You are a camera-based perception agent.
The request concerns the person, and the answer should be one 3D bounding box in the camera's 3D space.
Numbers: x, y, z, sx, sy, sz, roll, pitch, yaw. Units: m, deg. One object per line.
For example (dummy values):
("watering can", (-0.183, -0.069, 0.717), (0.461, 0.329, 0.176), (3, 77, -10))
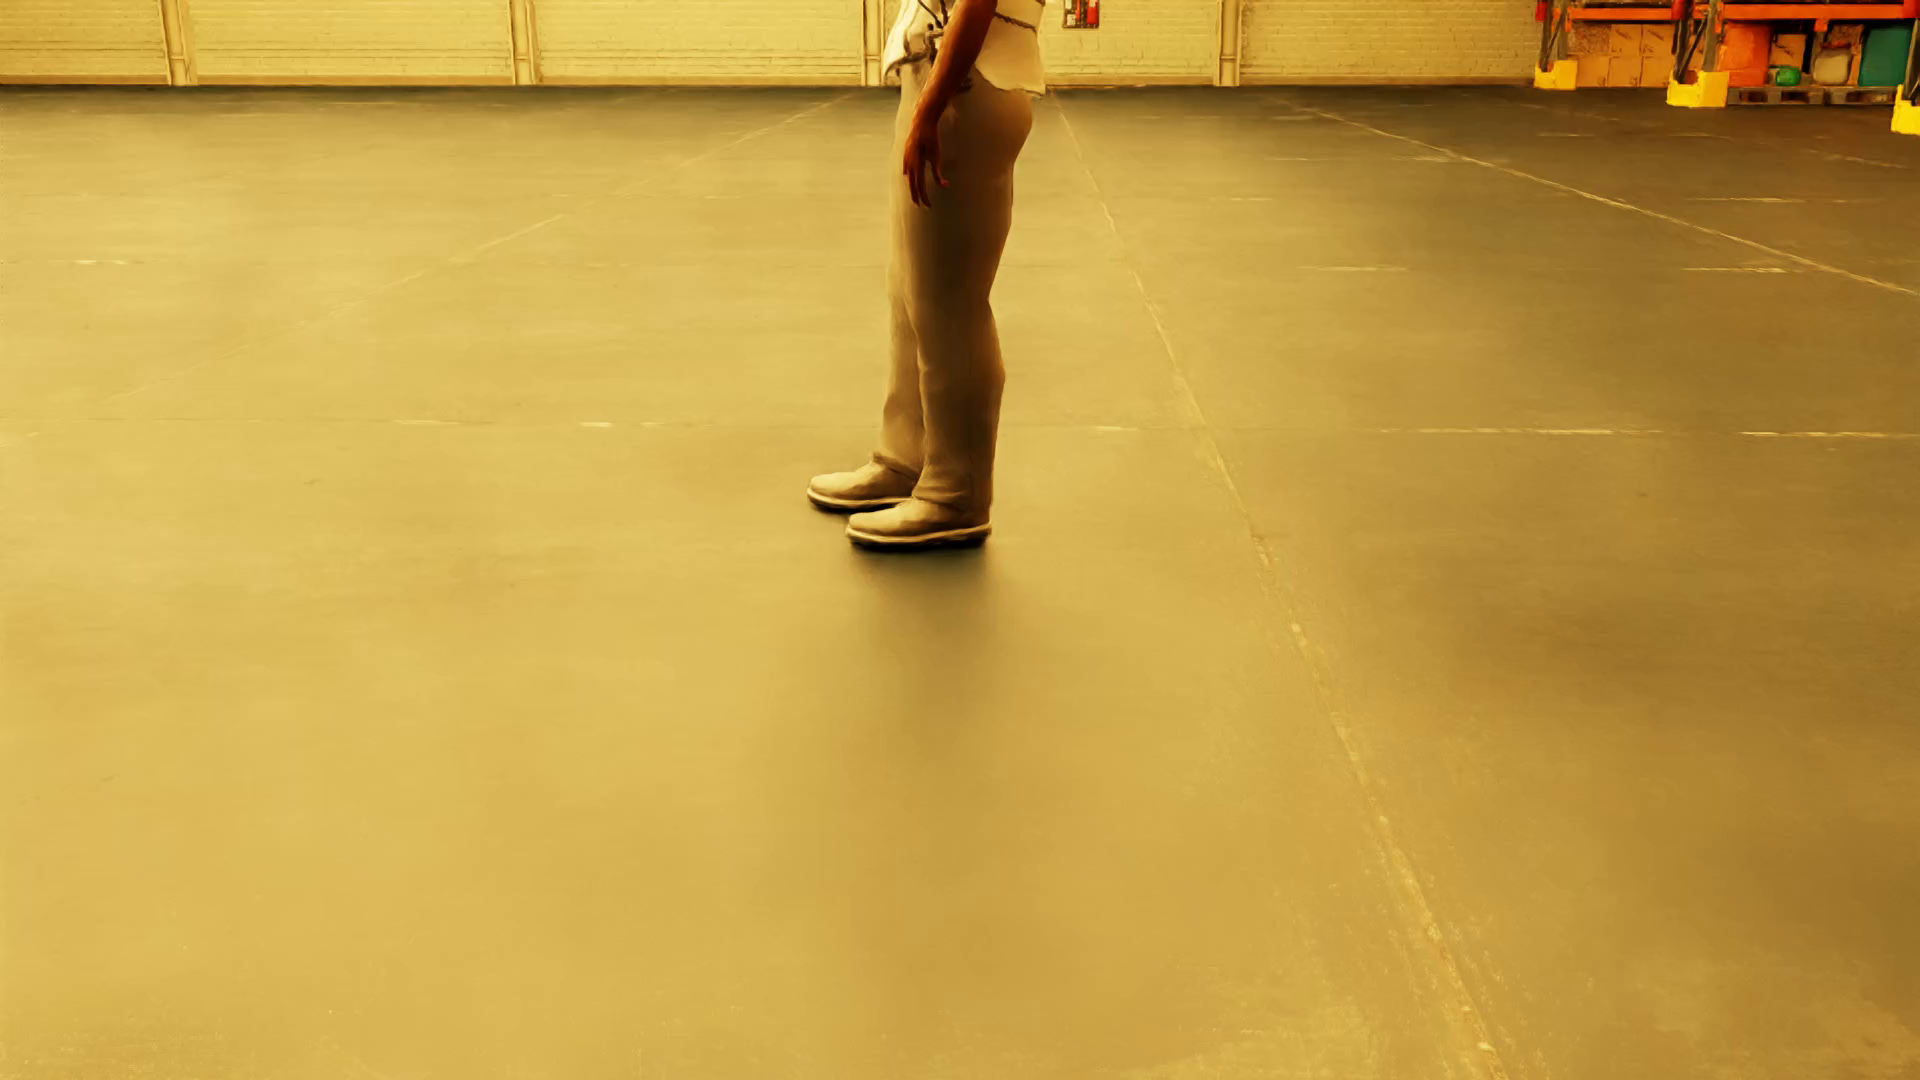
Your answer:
("person", (-0.074, -0.823, 3.139), (0.529, 1.695, 0.570), (1, 17, 2))
